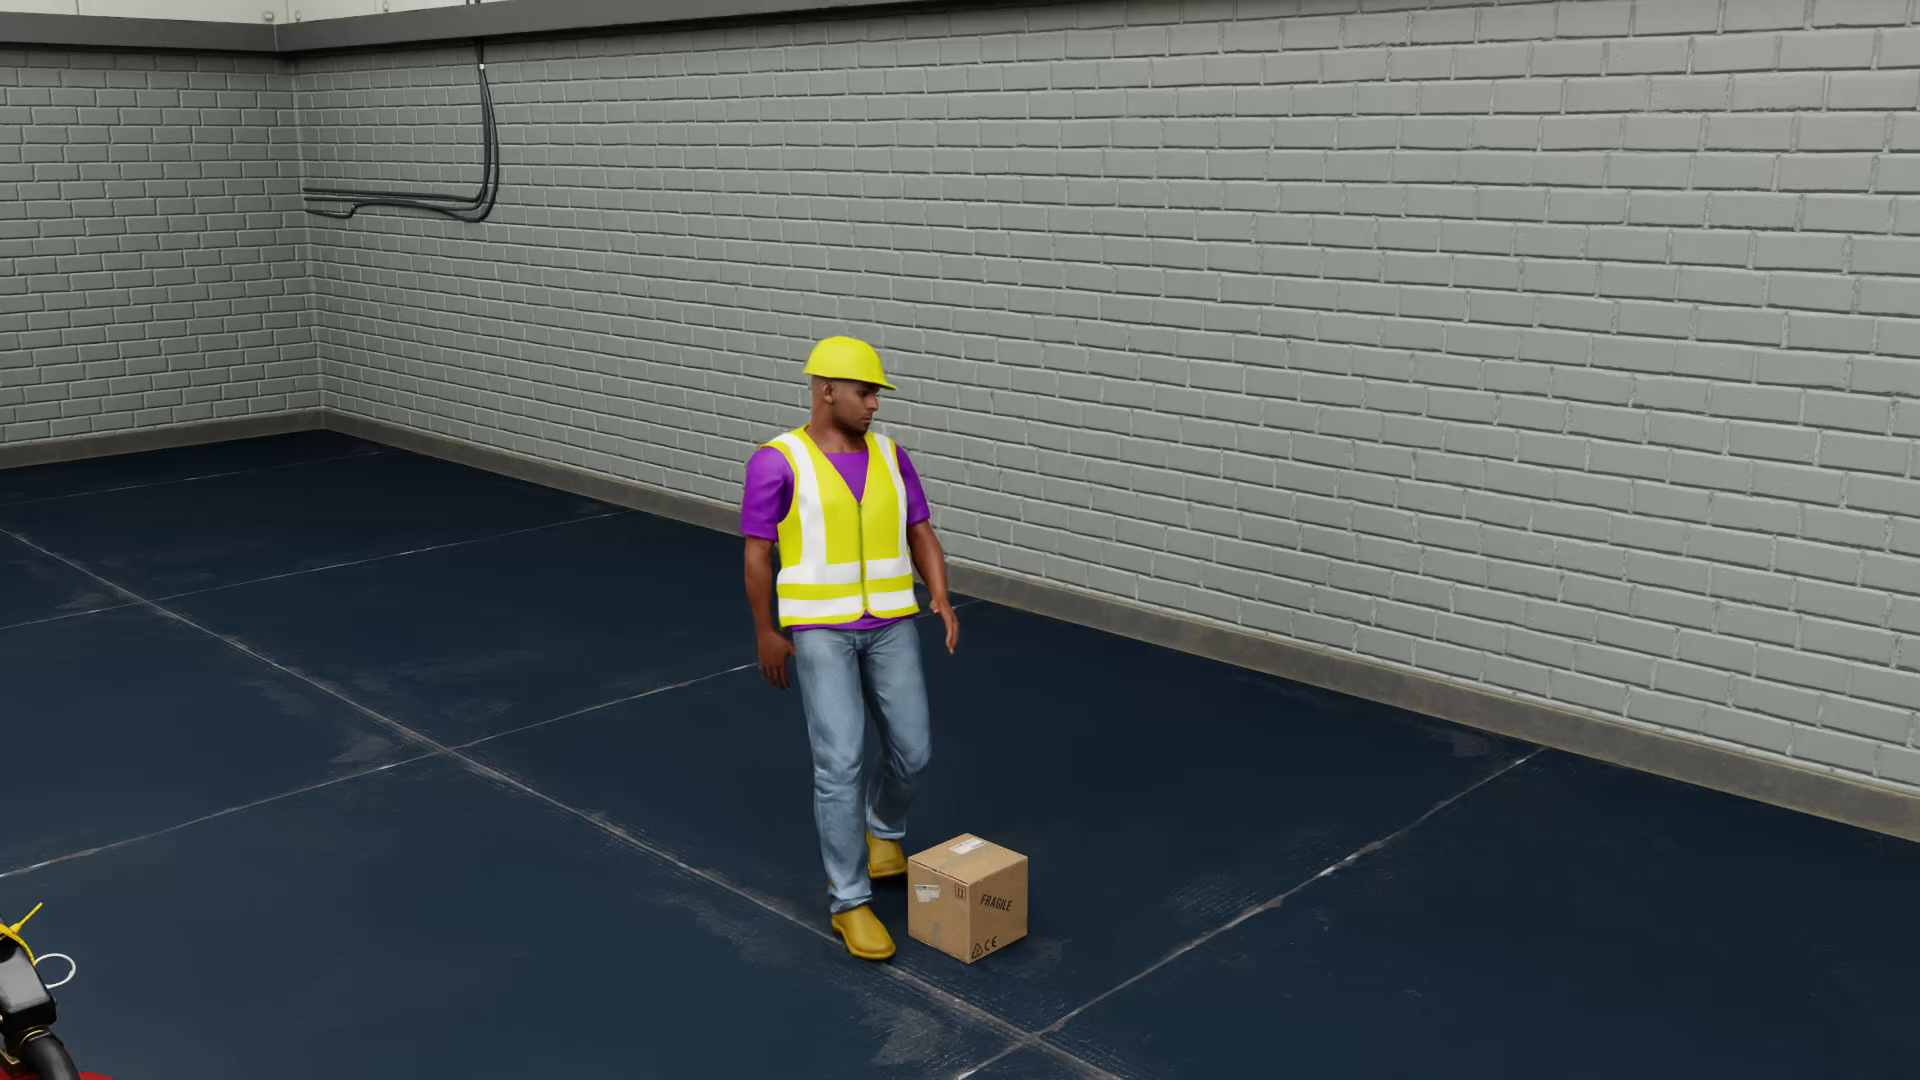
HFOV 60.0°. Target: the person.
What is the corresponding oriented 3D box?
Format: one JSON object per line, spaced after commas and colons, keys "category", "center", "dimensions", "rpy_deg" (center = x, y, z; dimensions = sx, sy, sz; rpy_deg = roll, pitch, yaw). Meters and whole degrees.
{"category": "person", "center": [-0.273, 0.282, 4.910], "dimensions": [0.597, 1.704, 0.785], "rpy_deg": [-6, 15, -24]}
